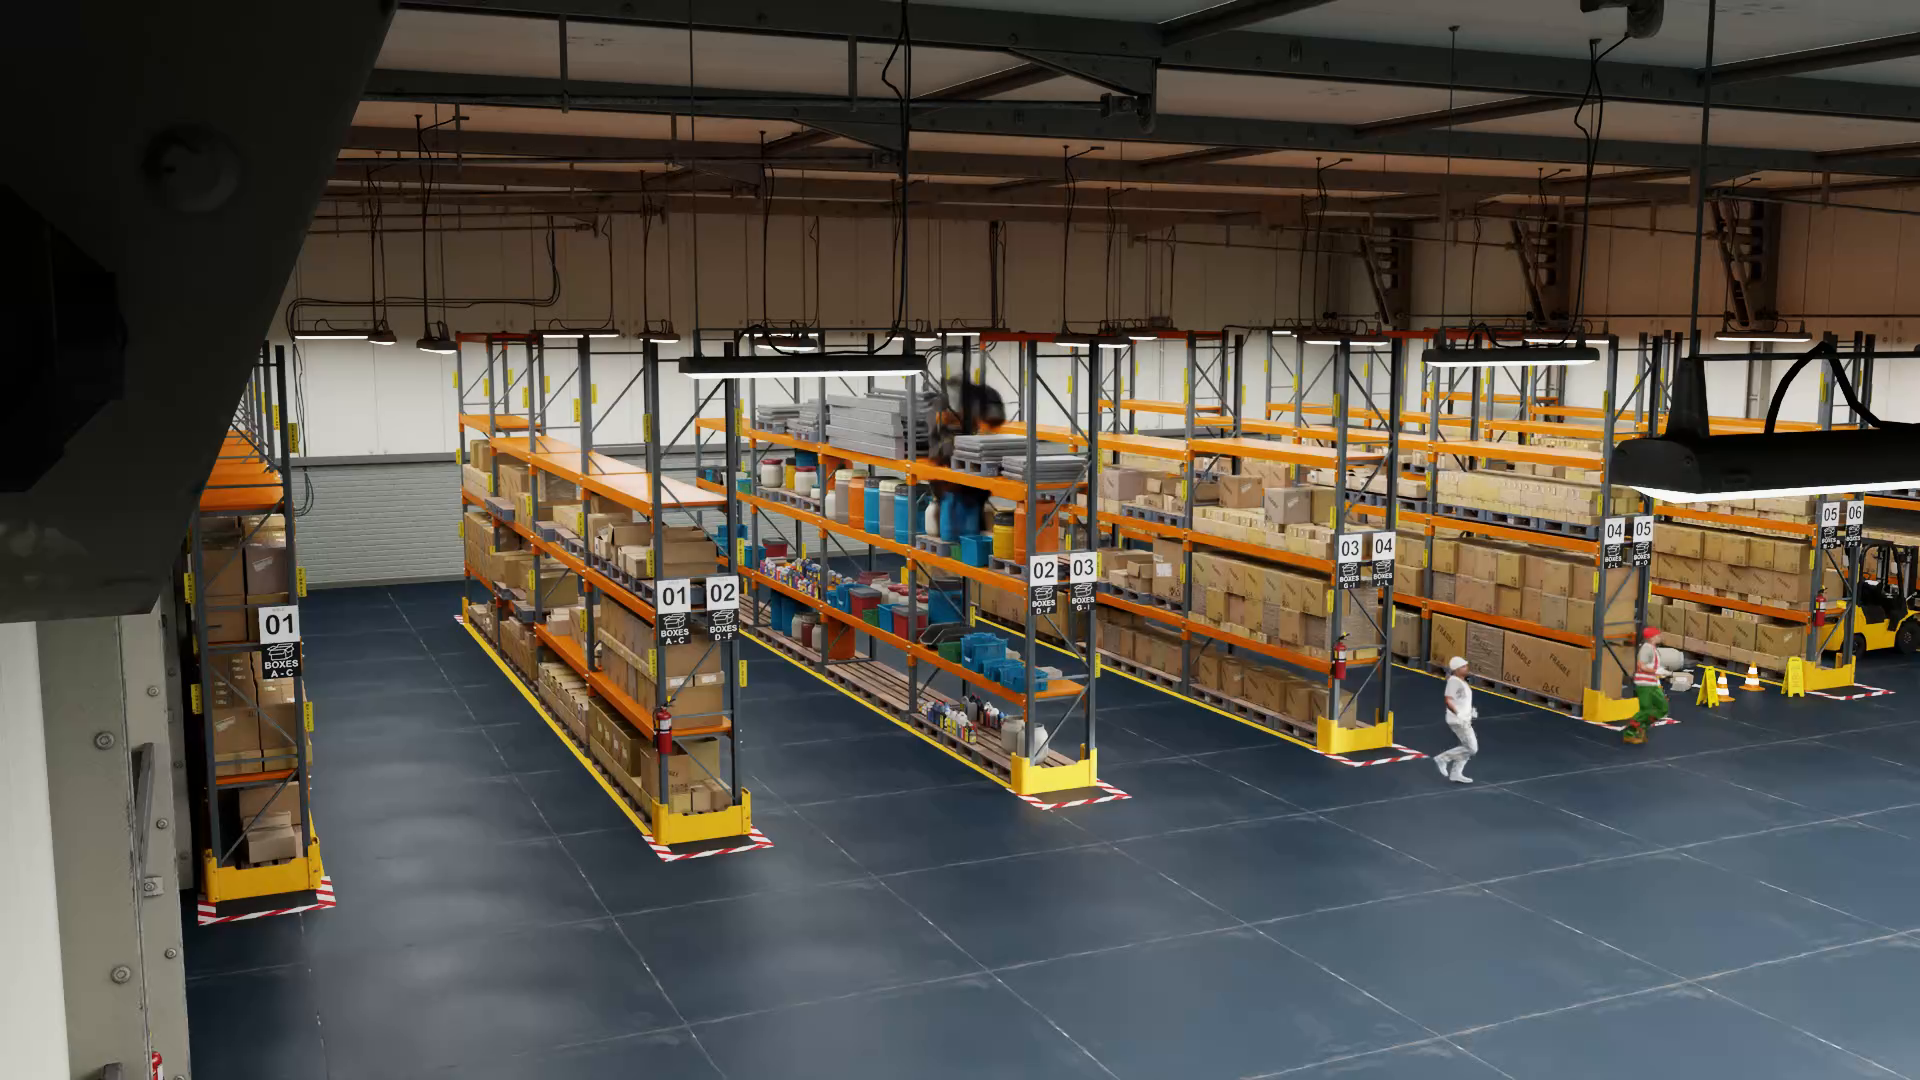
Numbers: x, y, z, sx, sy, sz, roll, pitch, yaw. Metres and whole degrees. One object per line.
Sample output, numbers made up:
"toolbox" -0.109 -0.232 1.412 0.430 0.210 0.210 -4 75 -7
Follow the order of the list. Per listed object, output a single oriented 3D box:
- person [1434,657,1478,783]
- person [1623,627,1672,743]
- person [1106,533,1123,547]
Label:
"person" 6.750 2.441 22.595 0.559 1.726 0.706 2 8 16
"person" 10.263 2.151 24.694 0.610 1.731 0.662 6 10 36
"person" 3.942 -0.099 41.858 0.529 1.617 0.661 1 8 8
